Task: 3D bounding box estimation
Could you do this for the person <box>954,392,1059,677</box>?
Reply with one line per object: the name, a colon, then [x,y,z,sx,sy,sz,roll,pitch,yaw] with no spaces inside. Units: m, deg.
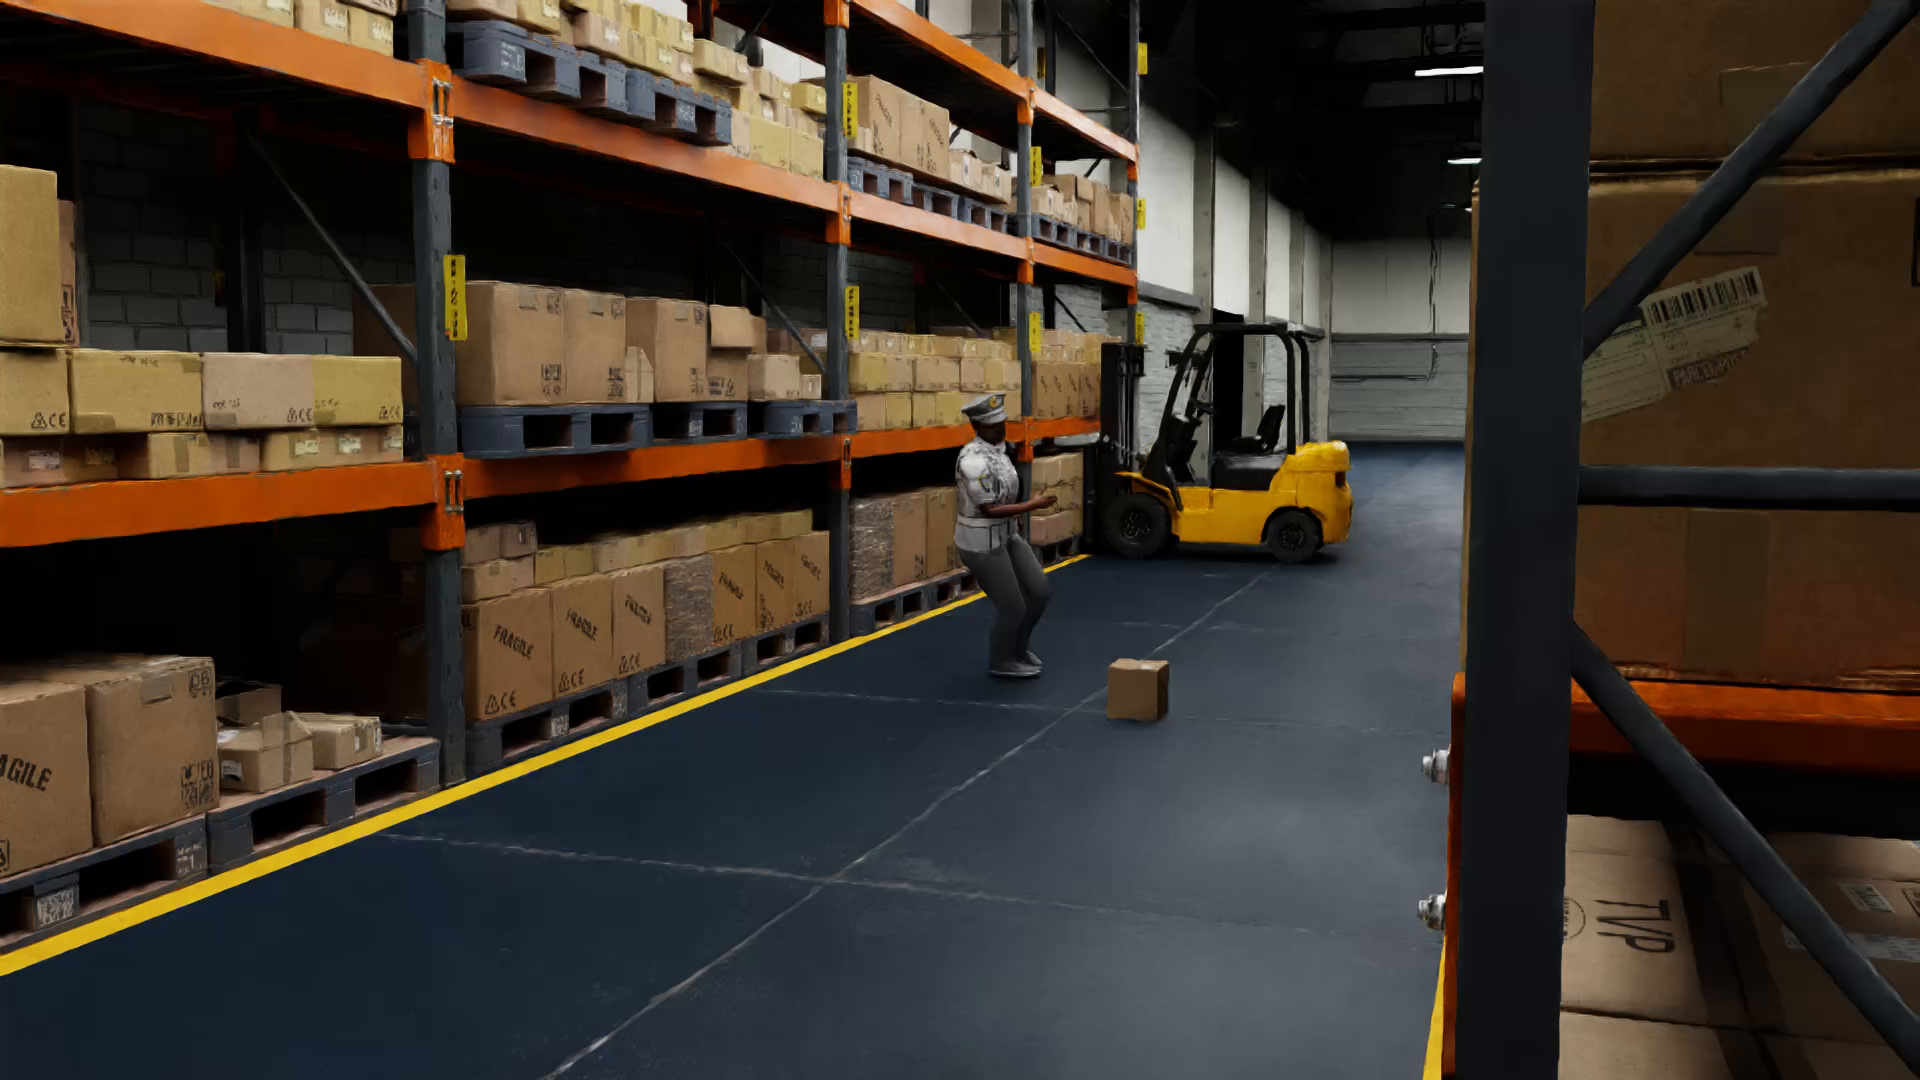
person: [0.282,-0.006,8.900,0.544,1.542,0.864,2,6,20]
